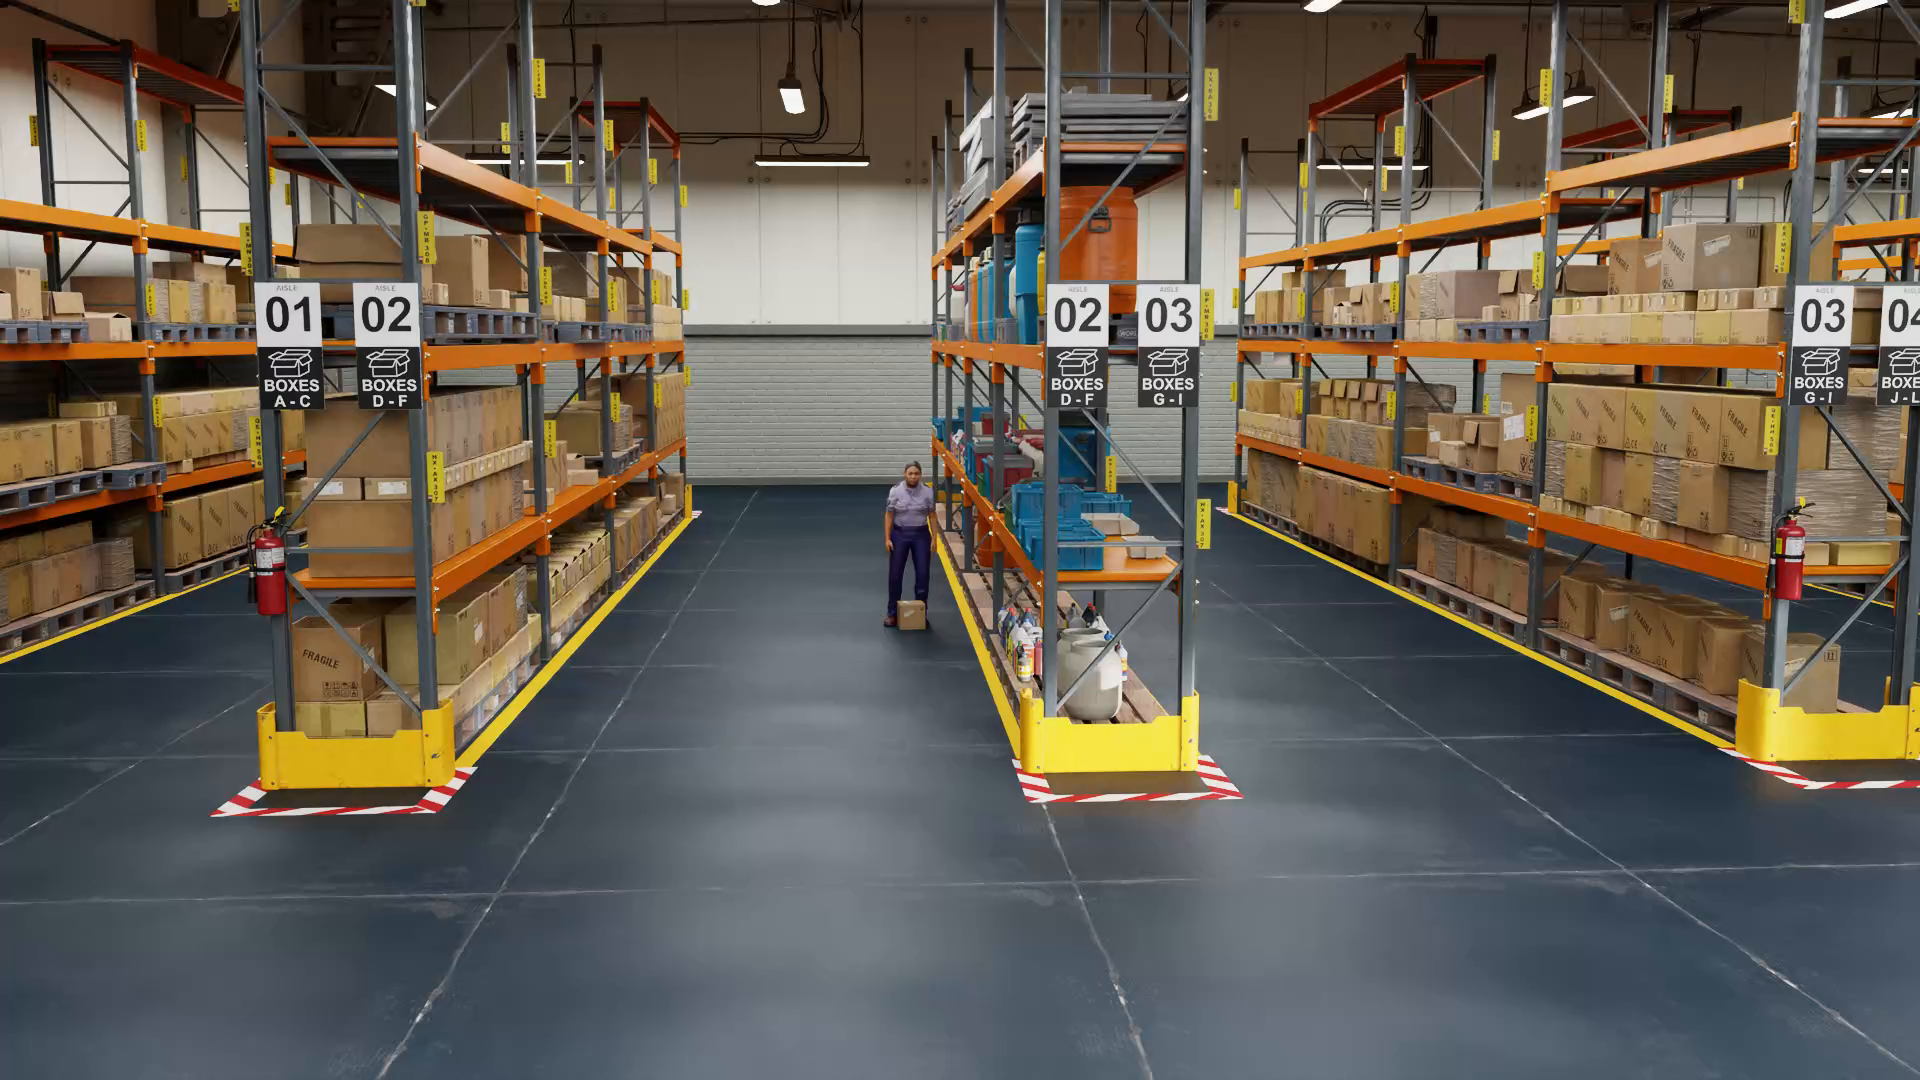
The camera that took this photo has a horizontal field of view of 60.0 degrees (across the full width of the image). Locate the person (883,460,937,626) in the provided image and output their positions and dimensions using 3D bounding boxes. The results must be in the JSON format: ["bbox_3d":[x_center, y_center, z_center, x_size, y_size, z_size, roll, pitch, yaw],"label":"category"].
[{"bbox_3d":[-0.496,0.024,16.591,0.551,1.651,0.415,-1,7,-5],"label":"person"}]
